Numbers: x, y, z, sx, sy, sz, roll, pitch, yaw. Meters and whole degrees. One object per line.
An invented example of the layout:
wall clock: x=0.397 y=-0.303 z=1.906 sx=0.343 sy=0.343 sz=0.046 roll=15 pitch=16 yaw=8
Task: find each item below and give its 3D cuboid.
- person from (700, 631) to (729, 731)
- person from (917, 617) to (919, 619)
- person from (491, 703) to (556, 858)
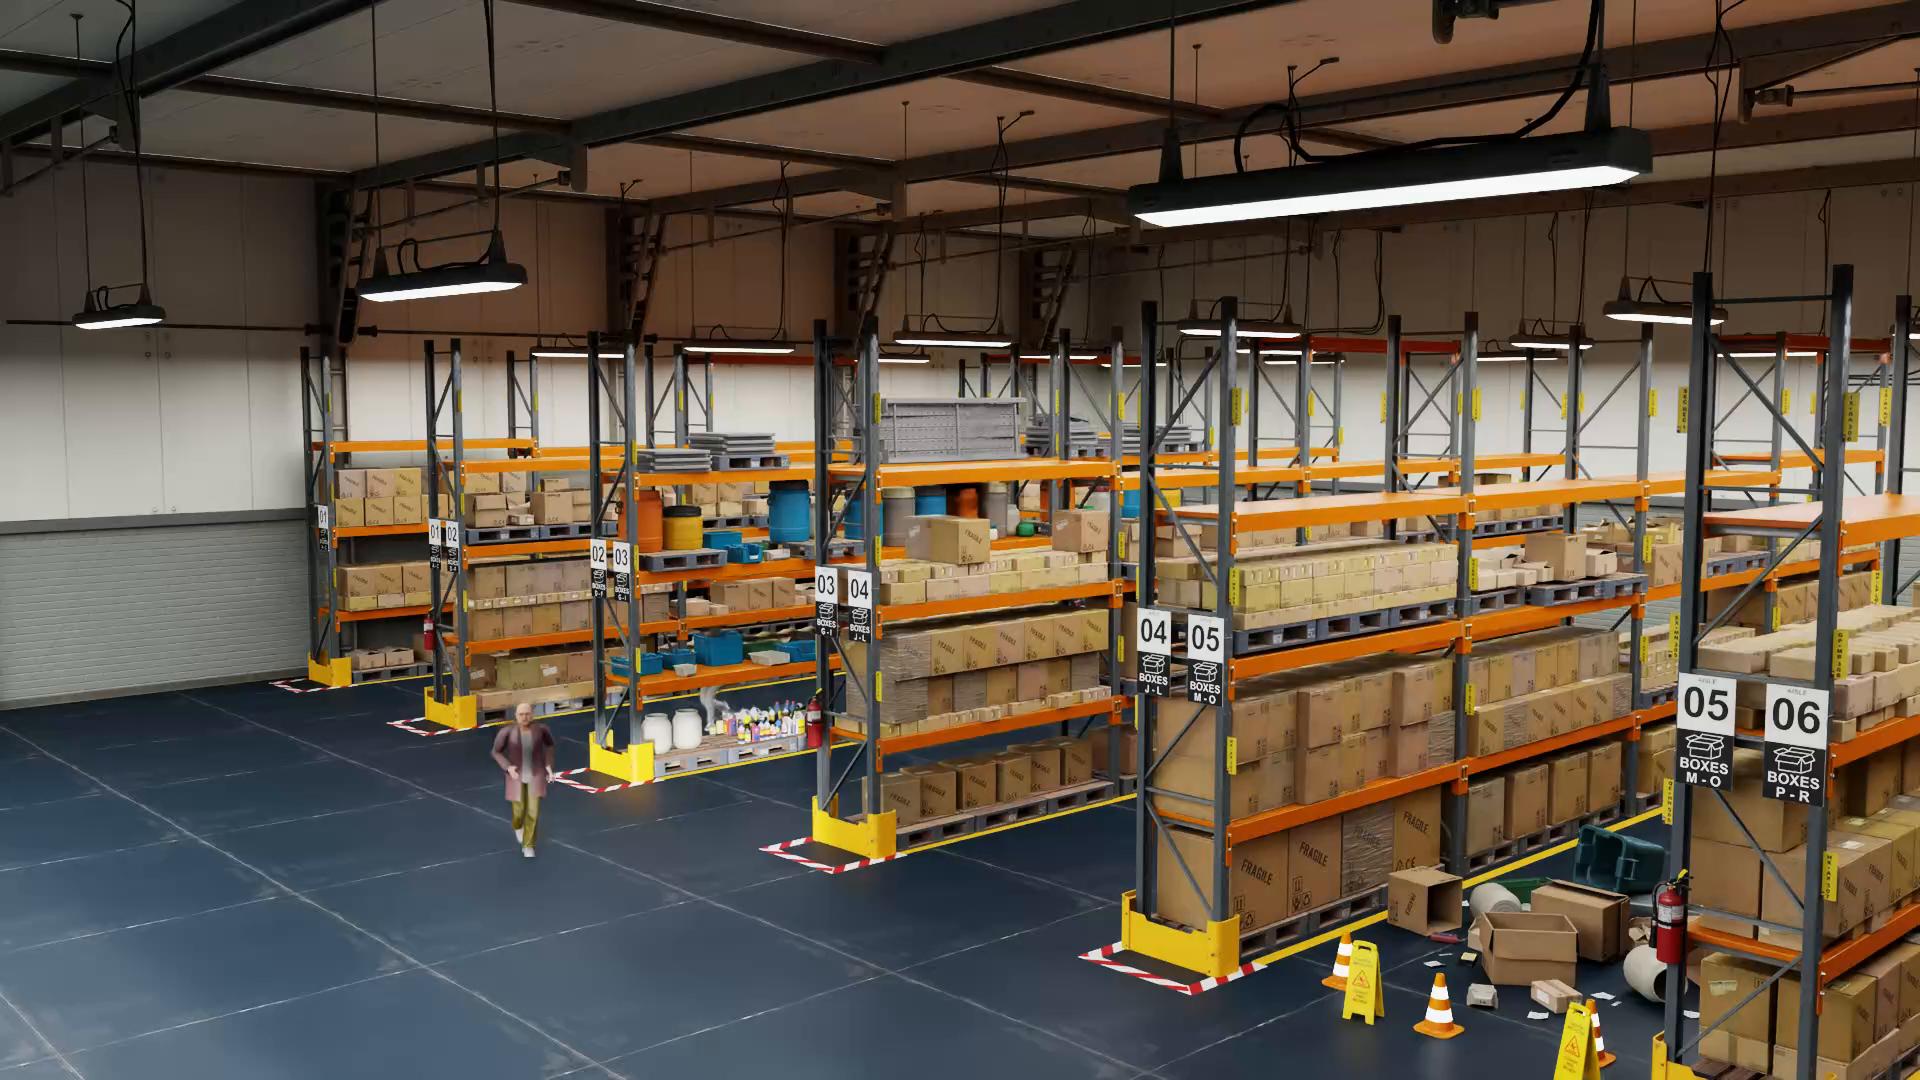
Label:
person: x=-3.782 y=2.154 z=25.641 sx=0.535 sy=1.555 sz=0.541 roll=4 pitch=6 yaw=37
person: x=-0.975 y=1.733 z=29.464 sx=0.590 sy=1.718 sz=0.694 roll=4 pitch=6 yaw=37
person: x=-4.911 y=2.667 z=18.731 sx=0.710 sy=1.729 sz=0.826 roll=-2 pitch=5 yaw=-18
